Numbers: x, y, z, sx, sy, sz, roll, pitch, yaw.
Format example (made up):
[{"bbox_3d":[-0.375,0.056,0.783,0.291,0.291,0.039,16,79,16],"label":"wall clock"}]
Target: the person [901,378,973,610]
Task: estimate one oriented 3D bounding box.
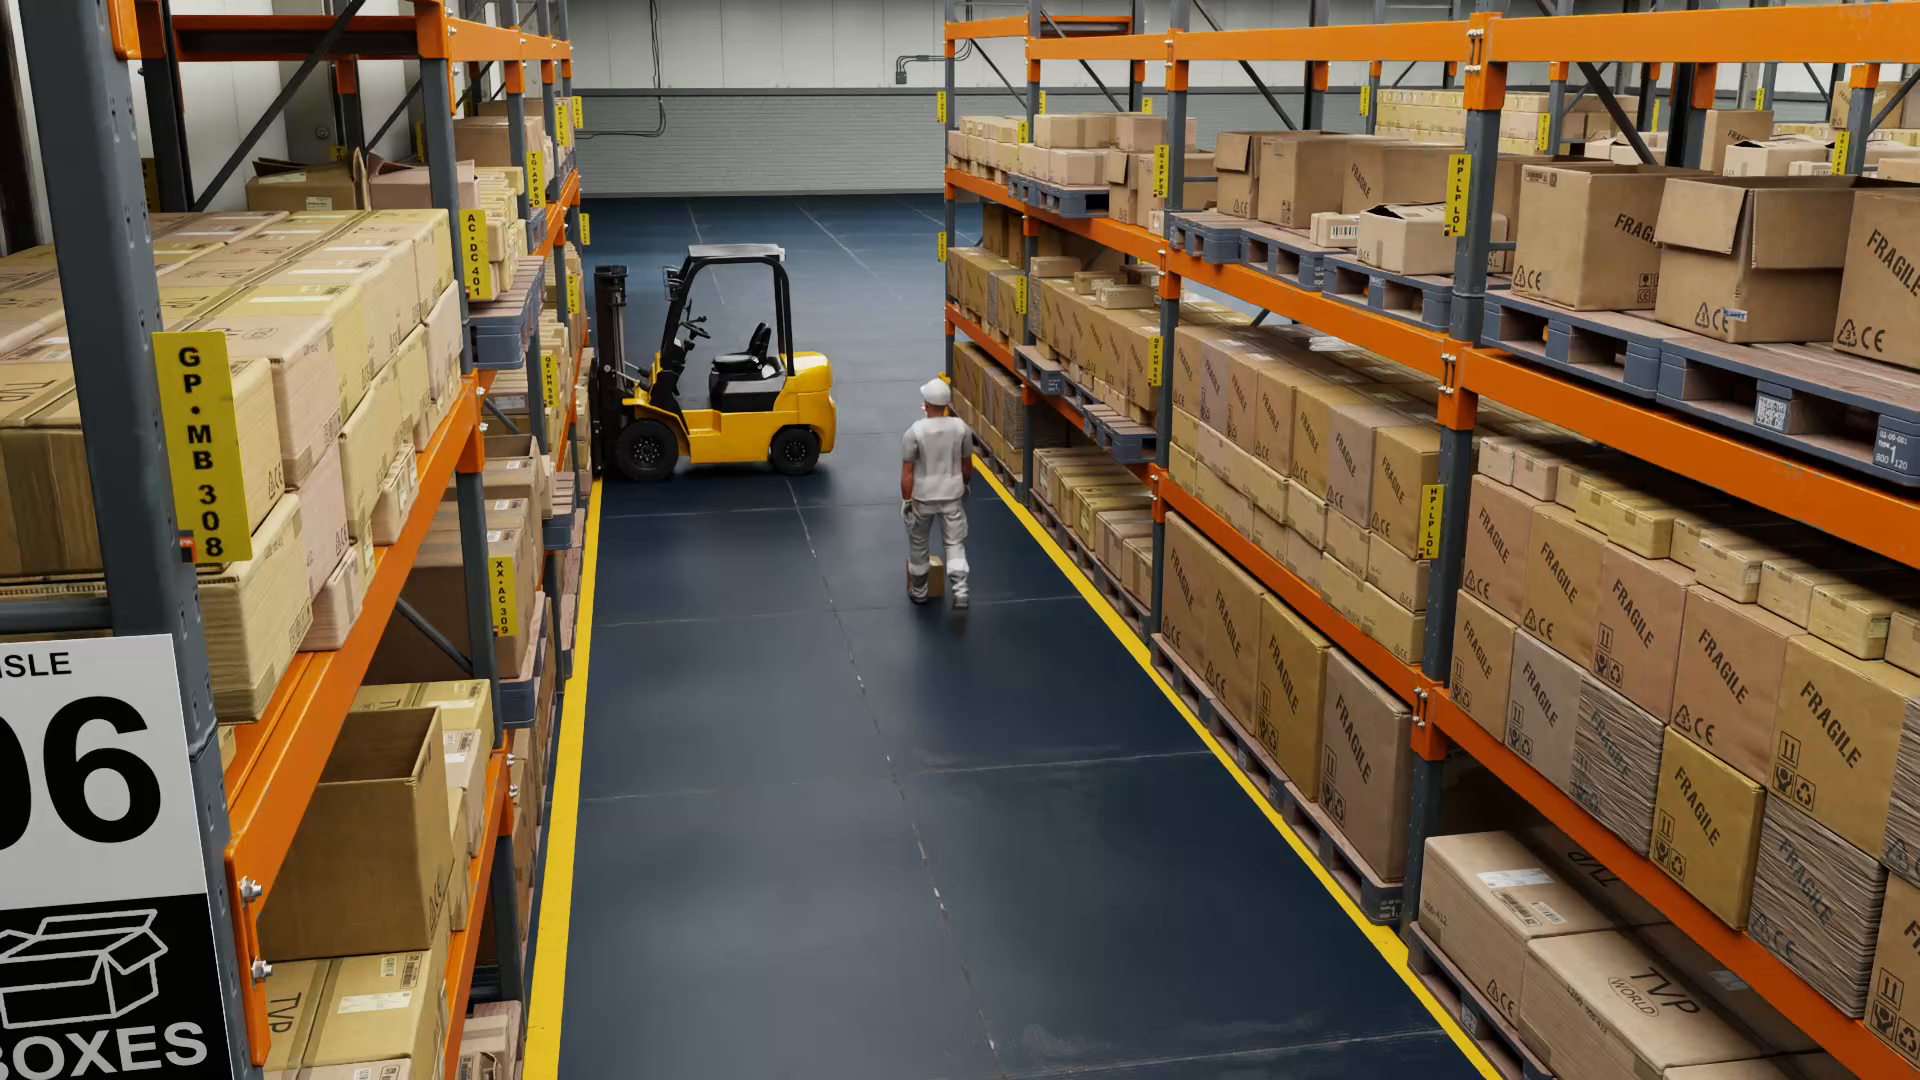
[{"bbox_3d":[-0.175,-0.326,12.117,0.556,1.761,0.912,-3,16,-9],"label":"person"}]
